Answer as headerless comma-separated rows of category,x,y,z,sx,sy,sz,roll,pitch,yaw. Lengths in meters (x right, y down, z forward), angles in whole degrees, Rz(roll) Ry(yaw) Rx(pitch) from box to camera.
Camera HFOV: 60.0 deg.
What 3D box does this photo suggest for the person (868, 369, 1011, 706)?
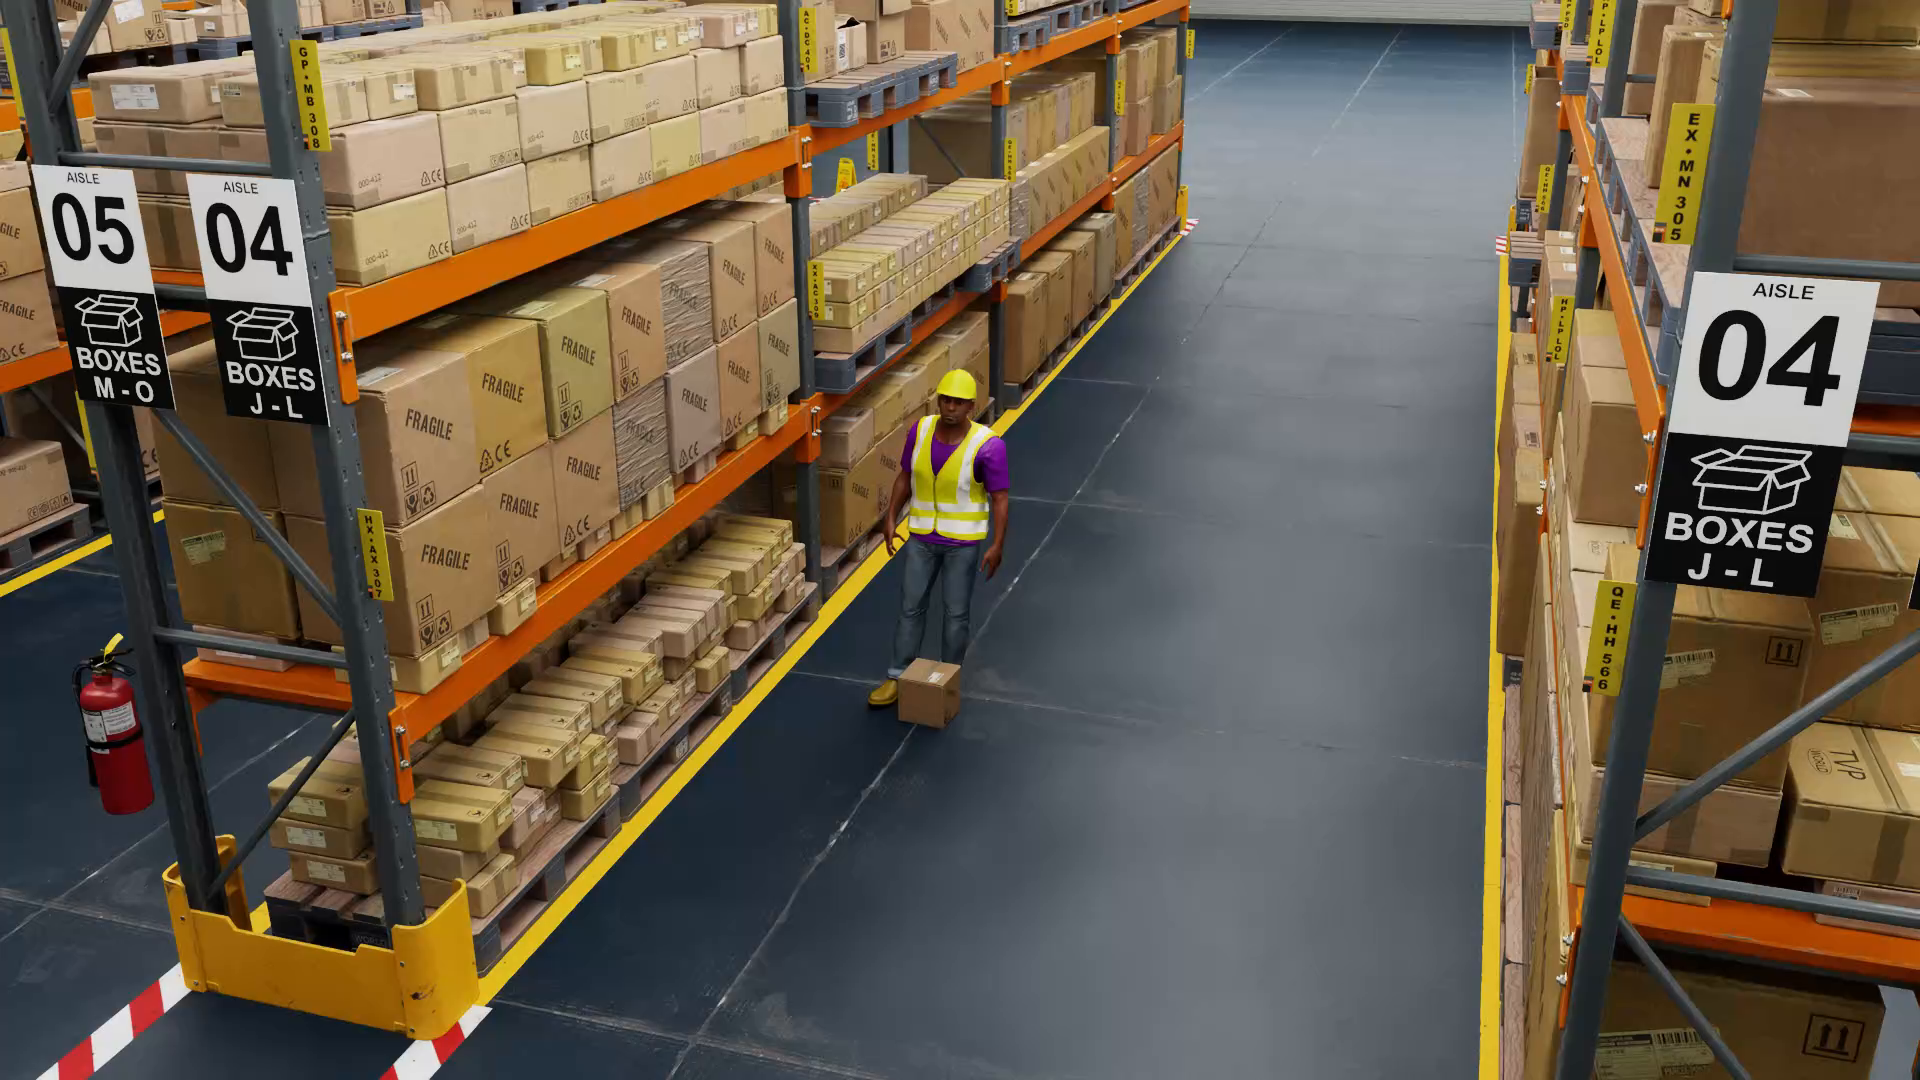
person,-0.104,0.010,8.508,0.665,1.769,0.574,9,24,22
